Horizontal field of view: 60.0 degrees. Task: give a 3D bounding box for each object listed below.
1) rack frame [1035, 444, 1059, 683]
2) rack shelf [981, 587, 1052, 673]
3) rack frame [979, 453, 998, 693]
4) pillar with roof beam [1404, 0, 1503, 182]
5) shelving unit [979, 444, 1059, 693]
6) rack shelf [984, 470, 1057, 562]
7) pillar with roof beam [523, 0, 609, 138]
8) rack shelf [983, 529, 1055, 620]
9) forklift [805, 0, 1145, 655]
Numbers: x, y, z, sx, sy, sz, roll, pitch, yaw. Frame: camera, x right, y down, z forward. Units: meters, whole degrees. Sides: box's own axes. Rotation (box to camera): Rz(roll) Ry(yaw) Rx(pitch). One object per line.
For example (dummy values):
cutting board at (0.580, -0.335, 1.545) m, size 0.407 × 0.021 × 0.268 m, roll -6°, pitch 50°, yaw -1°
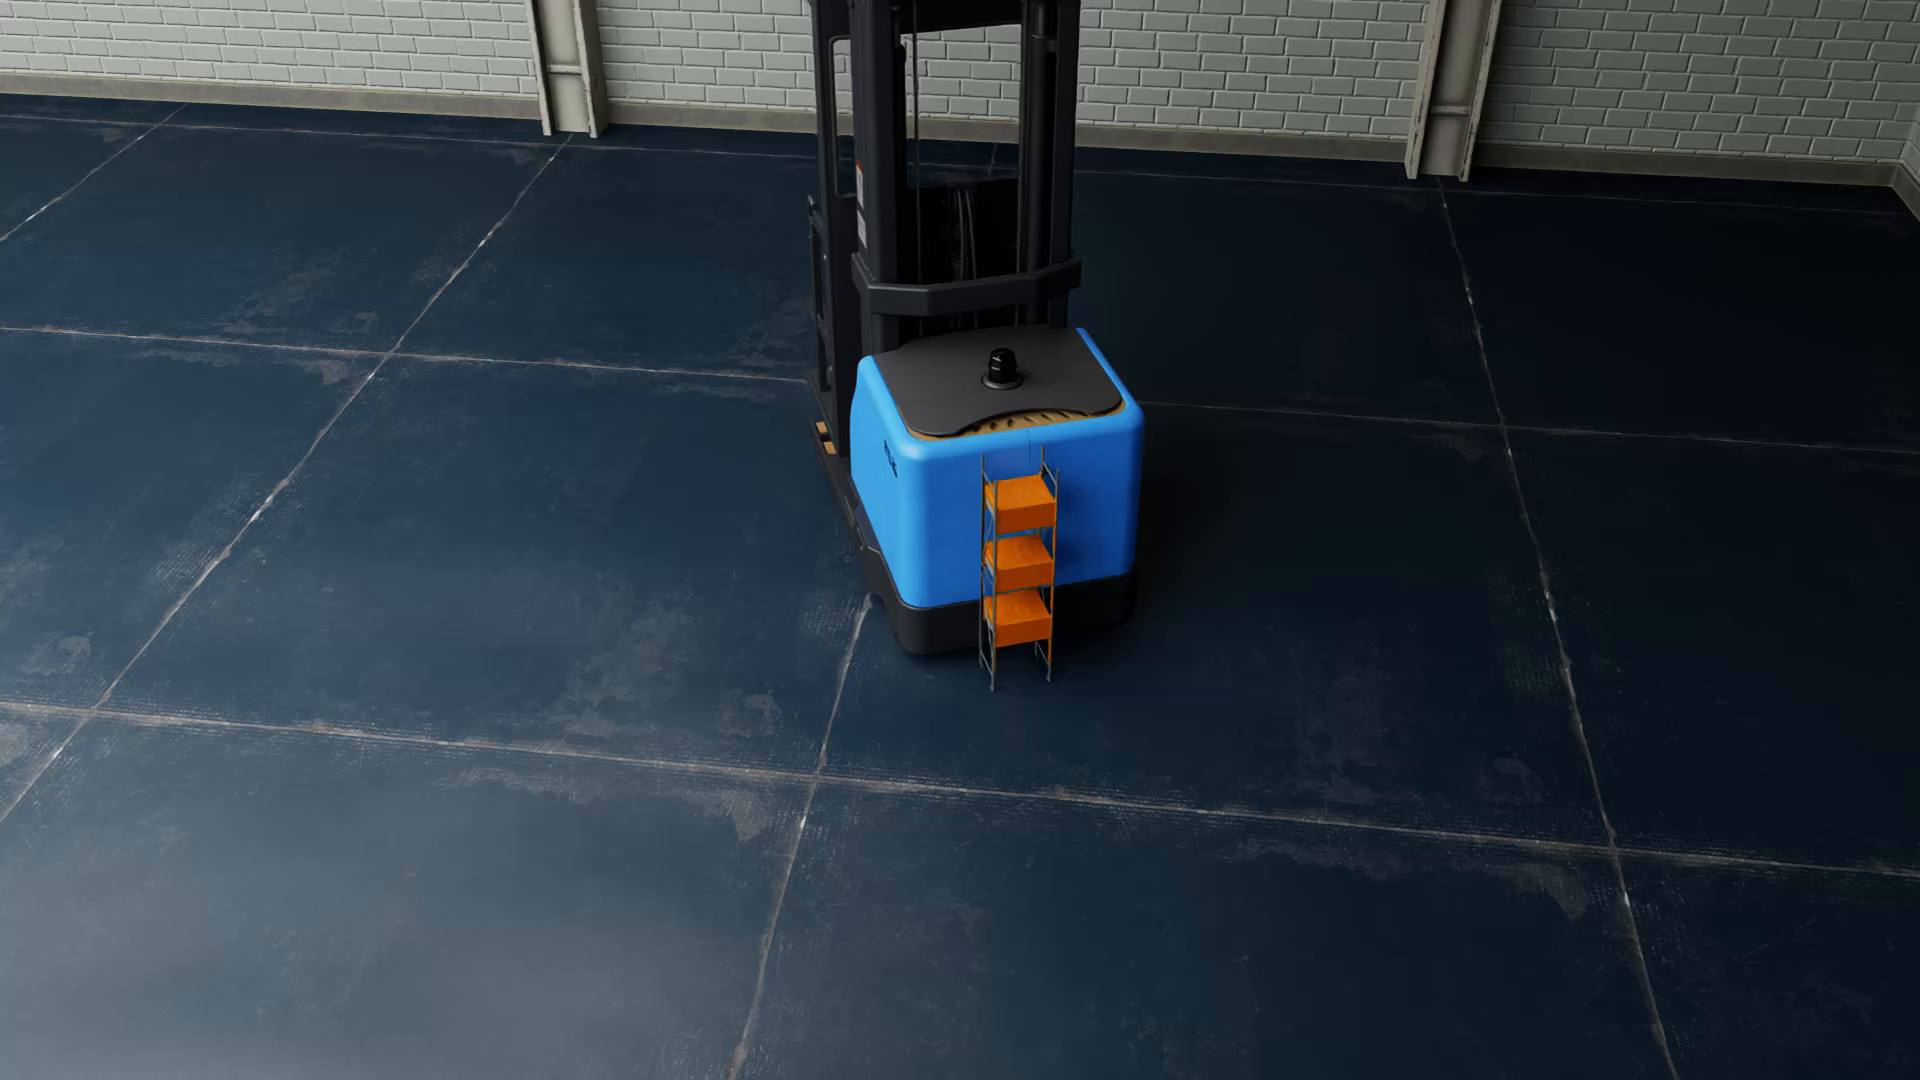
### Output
rack frame at (0.347, 0.109, 6.693) m, size 0.008 × 1.050 × 0.200 m, roll -9°, pitch 37°, yaw -13°
rack shelf at (0.230, 0.363, 6.834) m, size 0.240 × 0.259 × 0.215 m, roll -9°, pitch 37°, yaw -13°
rack frame at (0.112, 0.147, 6.640) m, size 0.008 × 1.050 × 0.200 m, roll -9°, pitch 37°, yaw -13°
pillar with roof beam at (2.672, -3.679, 5.159) m, size 0.400 × 9.000 × 9.100 m, roll 4°, pitch 36°, yaw 6°
shelving unit at (0.230, 0.128, 6.666) m, size 0.252 × 1.050 × 0.215 m, roll -9°, pitch 37°, yaw -13°
rack shelf at (0.230, -0.094, 6.508) m, size 0.240 × 0.259 × 0.215 m, roll -9°, pitch 37°, yaw -13°
pillar with roof beam at (-3.280, -4.123, 5.781) m, size 0.400 × 9.000 × 9.100 m, roll 4°, pitch 36°, yaw 6°
rack shelf at (0.230, 0.137, 6.673) m, size 0.240 × 0.259 × 0.215 m, roll -9°, pitch 37°, yaw -13°
forklift at (-0.126, -1.568, 7.423) m, size 1.130 × 2.935 × 3.031 m, roll -9°, pitch 37°, yaw -13°
